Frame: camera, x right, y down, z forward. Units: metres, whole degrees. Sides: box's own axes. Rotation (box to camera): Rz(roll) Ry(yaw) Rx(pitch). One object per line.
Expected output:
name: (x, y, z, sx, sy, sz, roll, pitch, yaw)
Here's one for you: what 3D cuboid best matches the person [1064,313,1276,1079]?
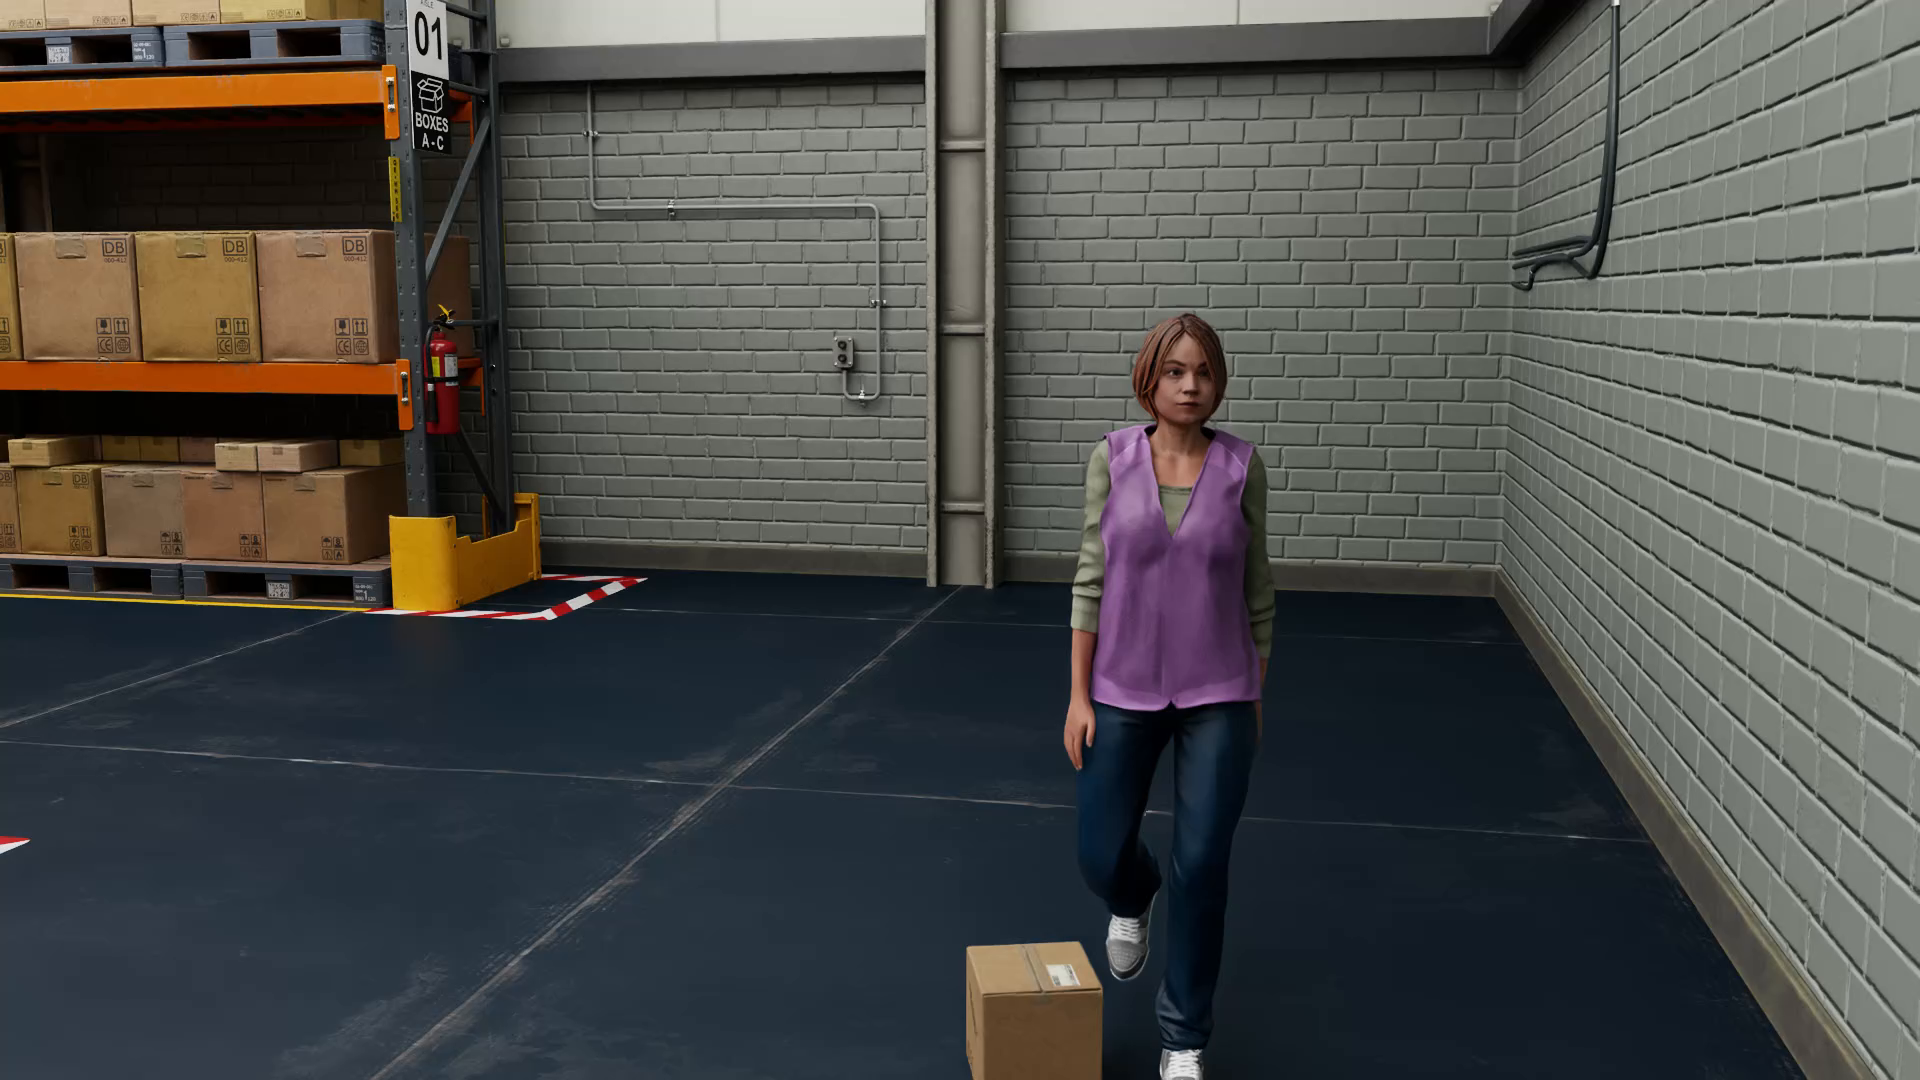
person: (0.438, 0.333, 3.459, 0.421, 1.566, 0.646, 2, 8, 10)
